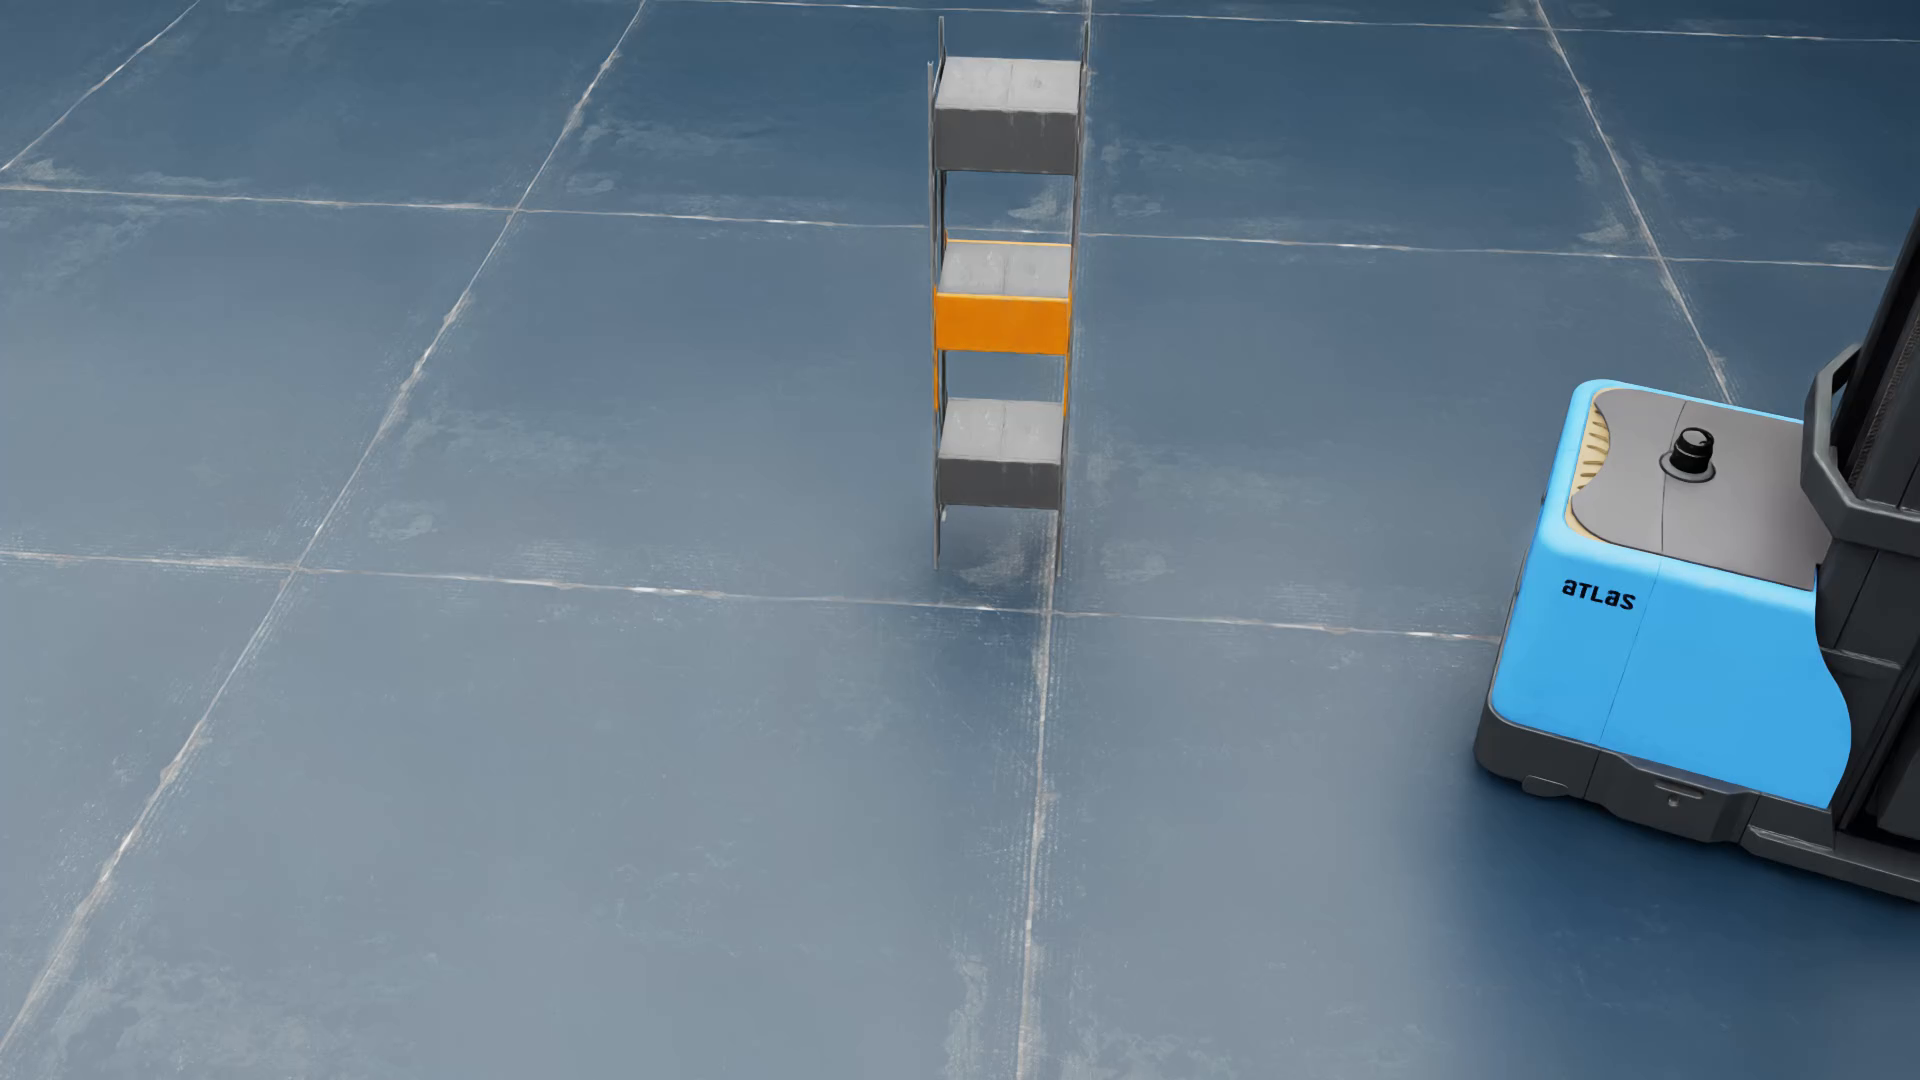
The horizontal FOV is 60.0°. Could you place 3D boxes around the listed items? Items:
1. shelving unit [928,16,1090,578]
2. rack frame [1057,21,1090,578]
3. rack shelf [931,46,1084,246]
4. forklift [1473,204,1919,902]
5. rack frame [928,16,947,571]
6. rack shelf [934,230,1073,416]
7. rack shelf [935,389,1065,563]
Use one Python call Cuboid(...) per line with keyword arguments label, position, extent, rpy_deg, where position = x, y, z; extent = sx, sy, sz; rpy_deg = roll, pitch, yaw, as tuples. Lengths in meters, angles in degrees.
Cuboid(label="shelving unit", position=(0.165, -0.805, 6.076), extent=(0.503, 2.100, 0.431), rpy_deg=(3, 39, 4))
Cuboid(label="rack frame", position=(0.408, -0.792, 6.060), extent=(0.015, 2.100, 0.400), rpy_deg=(3, 39, 4))
Cuboid(label="rack shelf", position=(0.165, -1.338, 5.643), extent=(0.480, 0.518, 0.431), rpy_deg=(3, 39, 4))
Cuboid(label="forklift", position=(3.337, -0.234, 4.715), extent=(3.031, 2.935, 1.130), rpy_deg=(15, 42, 18))
Cuboid(label="rack frame", position=(-0.078, -0.819, 6.092), extent=(0.015, 2.100, 0.400), rpy_deg=(3, 39, 4))
Cuboid(label="rack shelf", position=(0.165, -0.795, 6.085), extent=(0.480, 0.518, 0.431), rpy_deg=(3, 39, 4))
Cuboid(label="rack shelf", position=(0.165, -0.252, 6.527), extent=(0.480, 0.518, 0.431), rpy_deg=(3, 39, 4))
